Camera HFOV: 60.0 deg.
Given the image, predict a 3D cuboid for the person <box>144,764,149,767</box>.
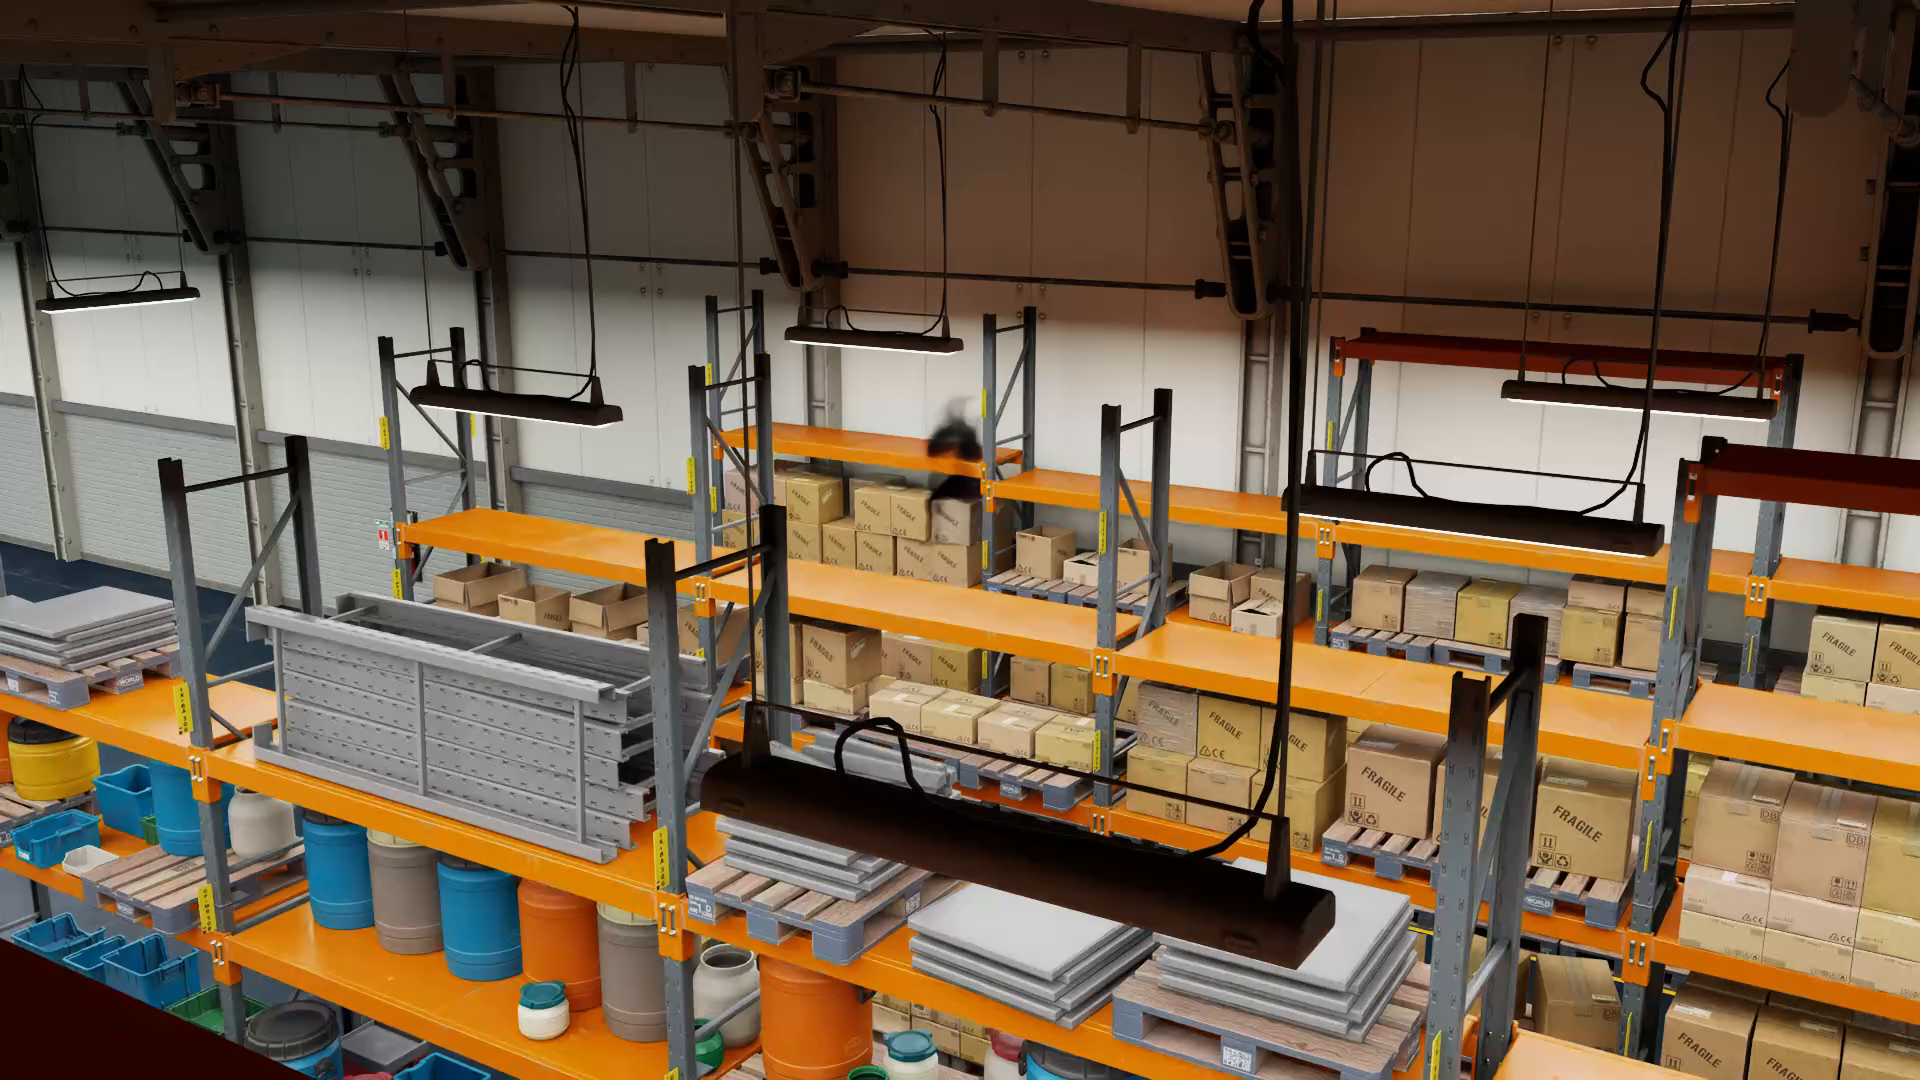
[{"bbox_3d":[-8.894,2.734,18.688,0.562,1.668,0.671,-11,17,-37],"label":"person"}]
